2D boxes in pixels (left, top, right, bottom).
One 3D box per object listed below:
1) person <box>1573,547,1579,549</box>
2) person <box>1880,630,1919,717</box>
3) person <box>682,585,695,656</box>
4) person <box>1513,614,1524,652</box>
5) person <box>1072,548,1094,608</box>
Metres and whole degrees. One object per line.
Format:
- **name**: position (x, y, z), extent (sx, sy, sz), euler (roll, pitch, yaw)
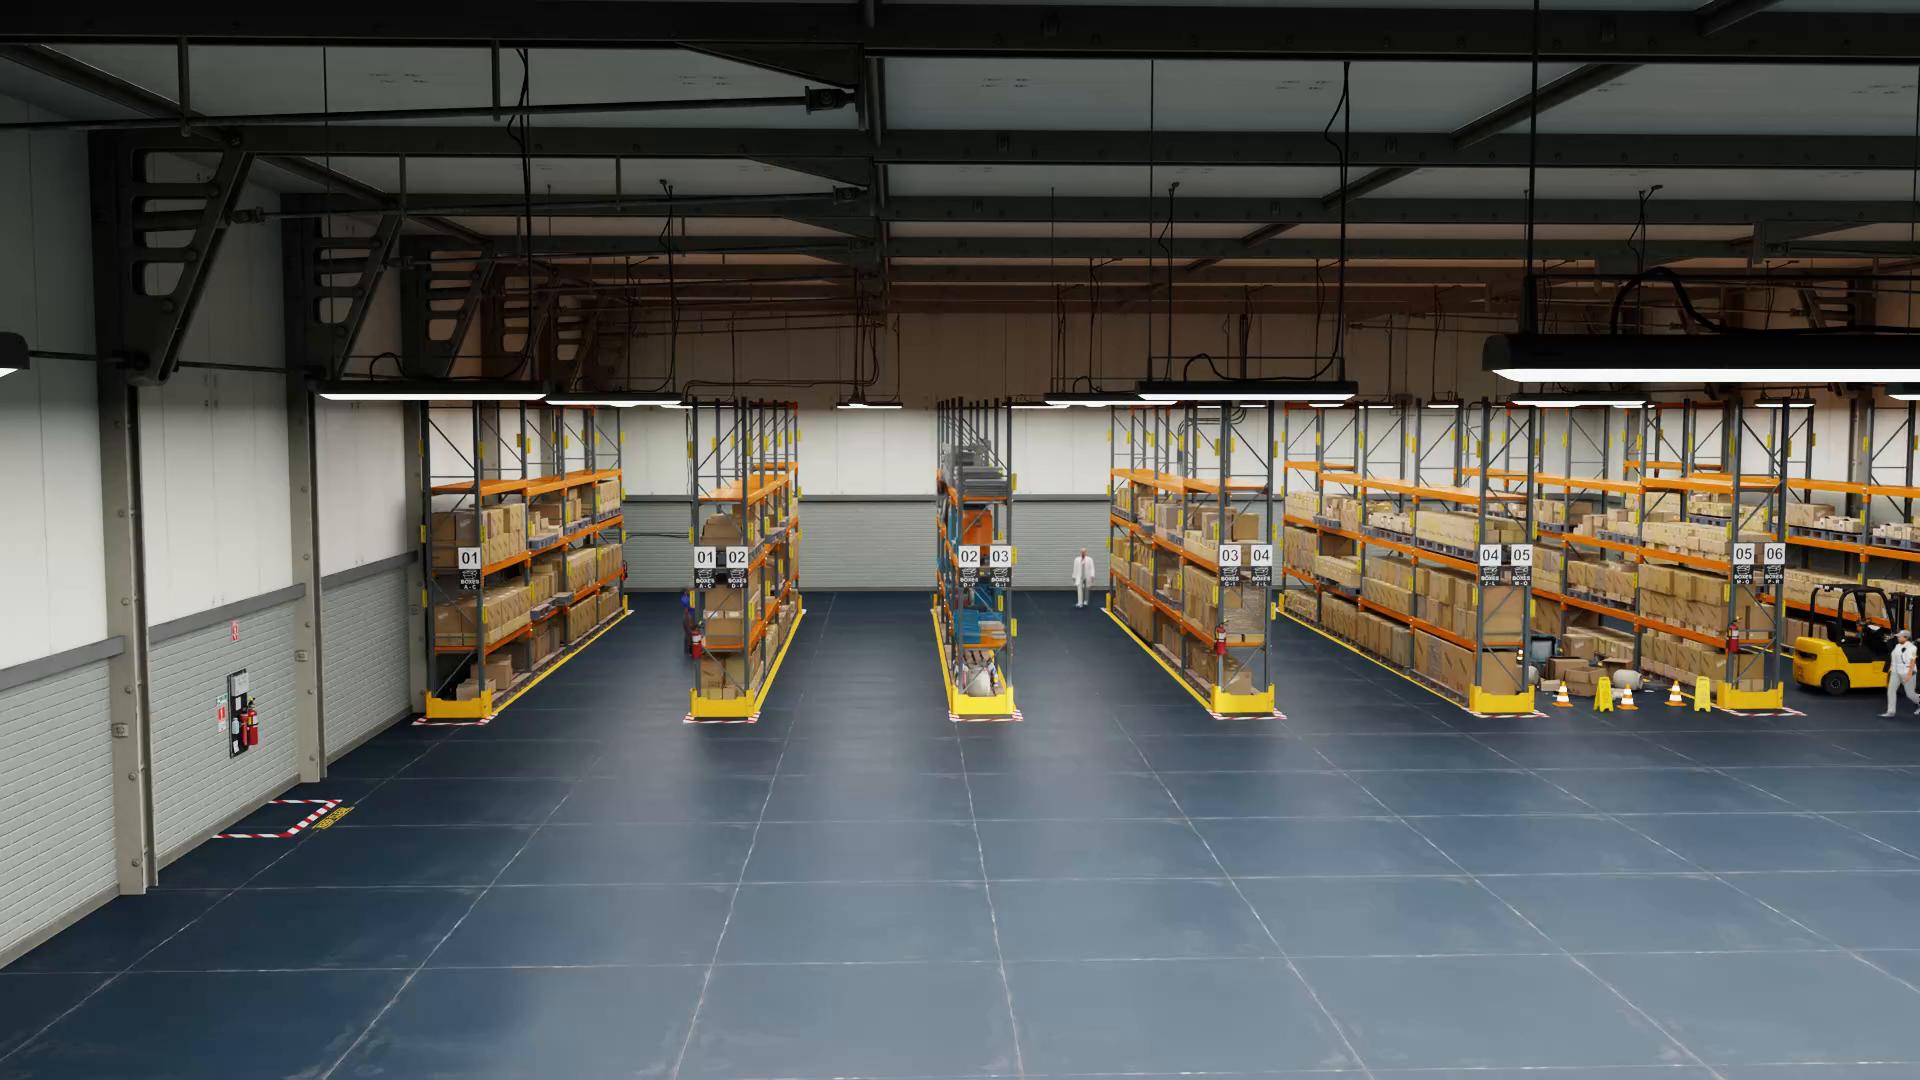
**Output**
- **person**: position (18.388, 1.039, 49.603), extent (0.845, 1.685, 0.556), euler (-1, 4, -8)
- **person**: position (17.670, 2.496, 31.102), extent (0.851, 1.636, 0.469), euler (-2, 5, -24)
- **person**: position (-6.297, 1.893, 38.957), extent (0.416, 1.639, 0.562), euler (-1, 4, -10)
- **person**: position (13.251, 1.832, 39.455), extent (0.560, 1.714, 0.656), euler (-1, 5, -14)
- **person**: position (3.597, 1.106, 48.542), extent (0.623, 1.727, 1.157), euler (0, 4, 1)
